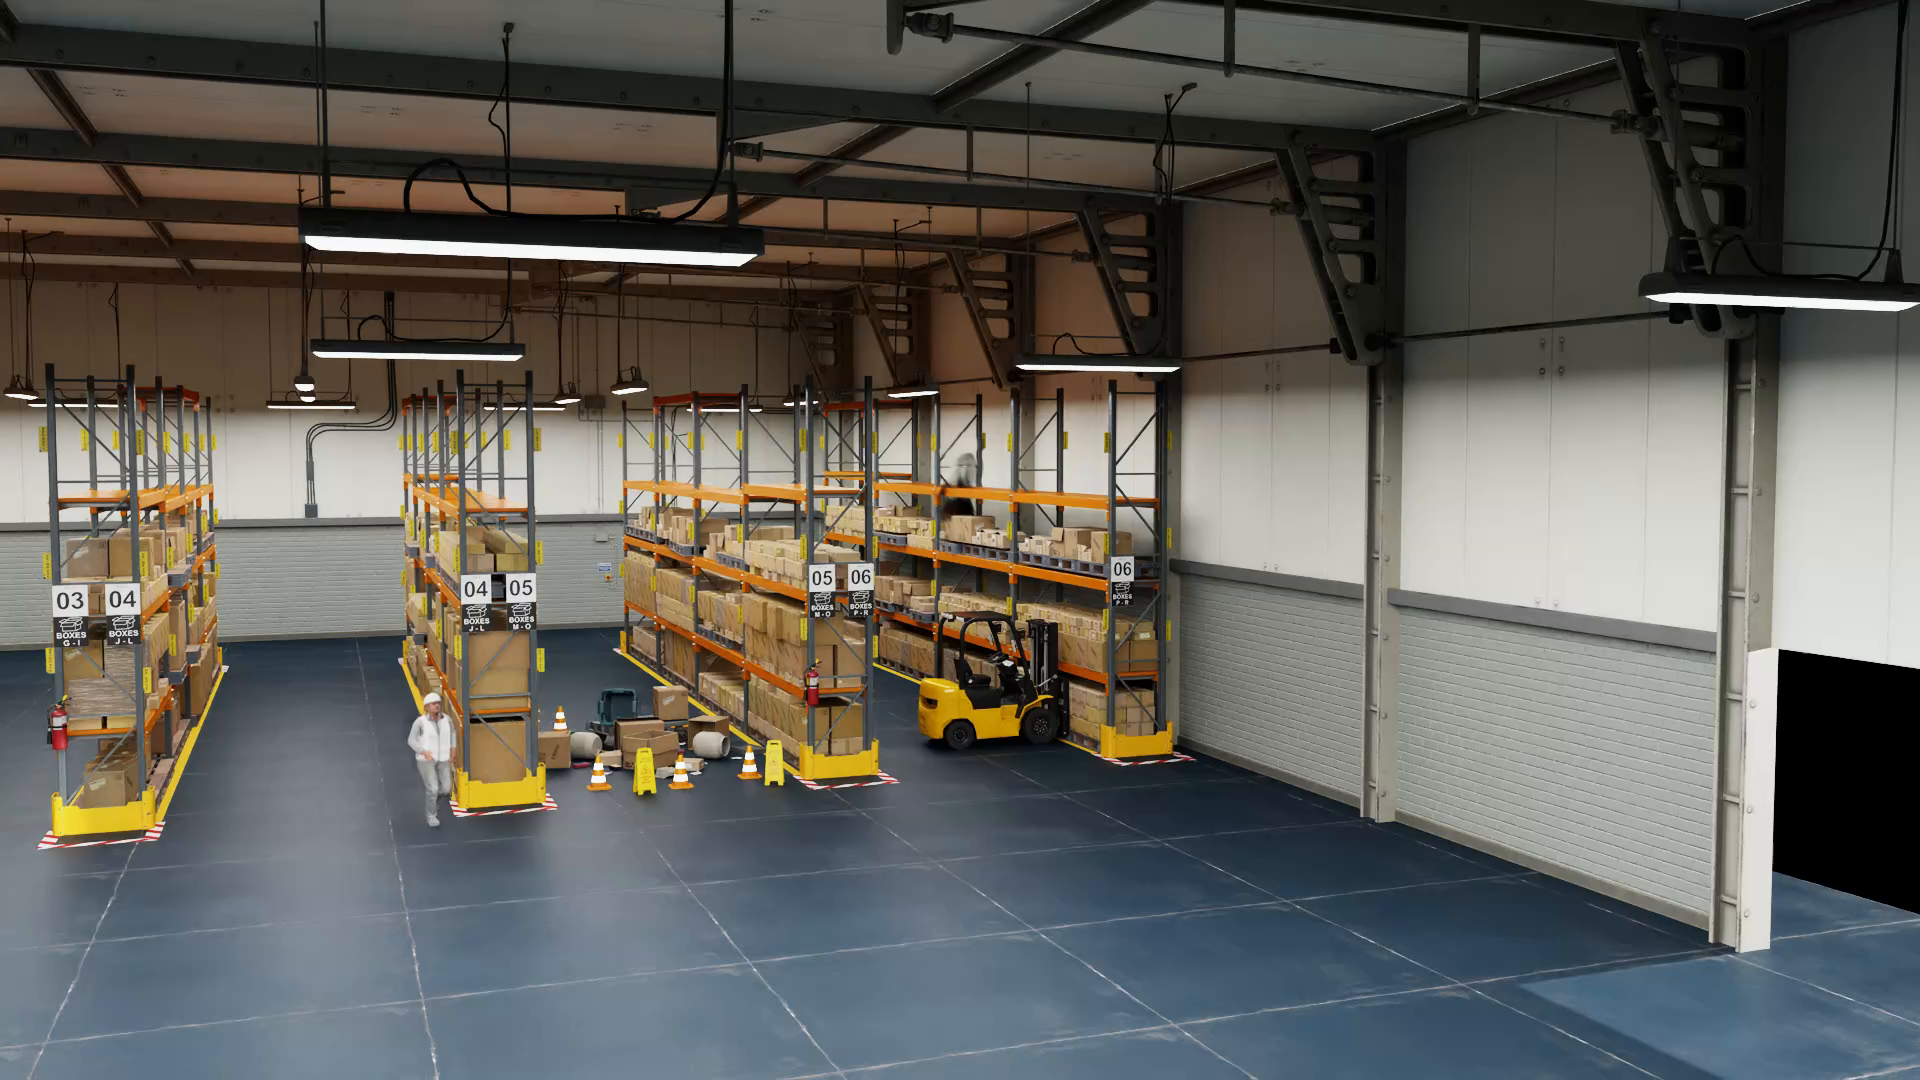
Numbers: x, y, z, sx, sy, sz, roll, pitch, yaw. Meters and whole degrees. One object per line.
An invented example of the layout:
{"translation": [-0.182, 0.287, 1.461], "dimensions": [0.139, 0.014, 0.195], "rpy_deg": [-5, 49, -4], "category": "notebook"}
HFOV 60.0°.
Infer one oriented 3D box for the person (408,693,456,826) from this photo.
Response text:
{"translation": [-6.911, 2.865, 21.848], "dimensions": [0.688, 1.732, 0.612], "rpy_deg": [-3, 5, -42], "category": "person"}
